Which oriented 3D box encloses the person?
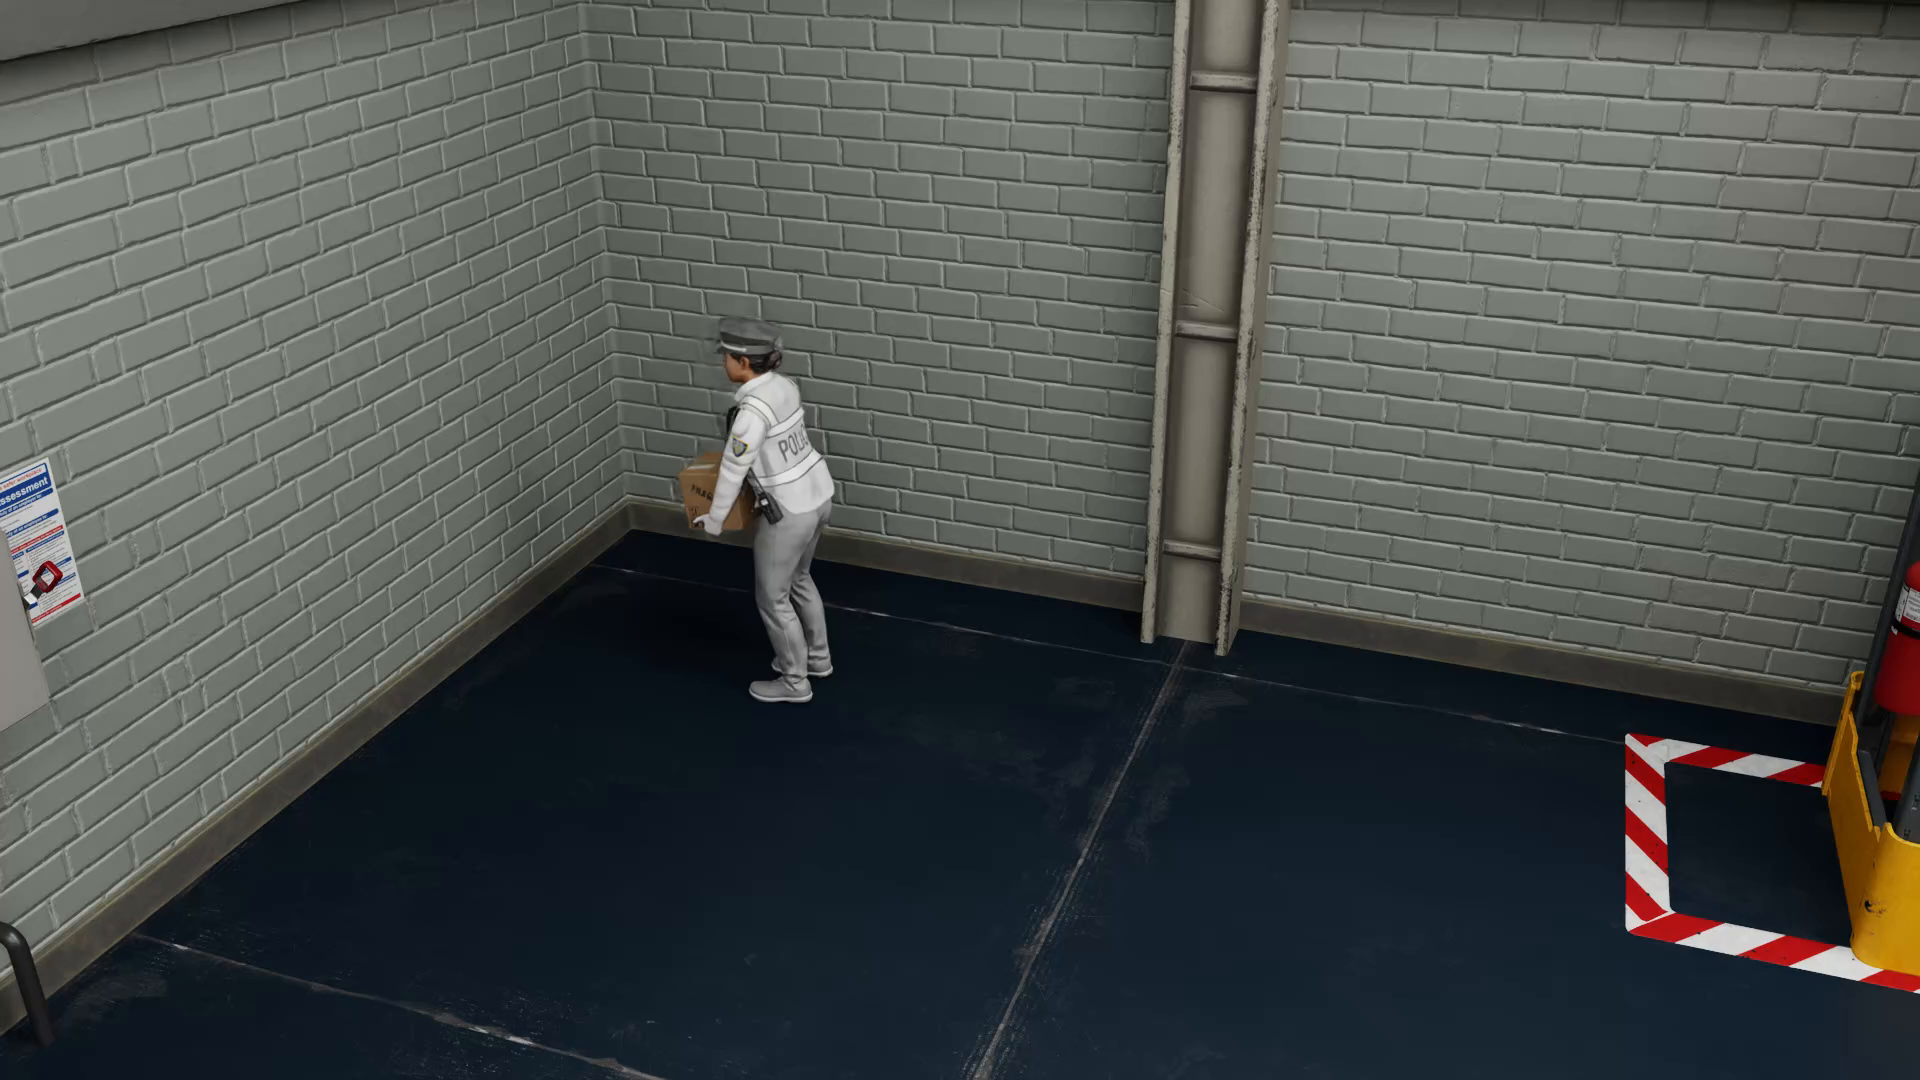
[{"bbox_3d":[-0.803,-0.116,6.878,0.549,1.648,0.413,8,27,17],"label":"person"}]
